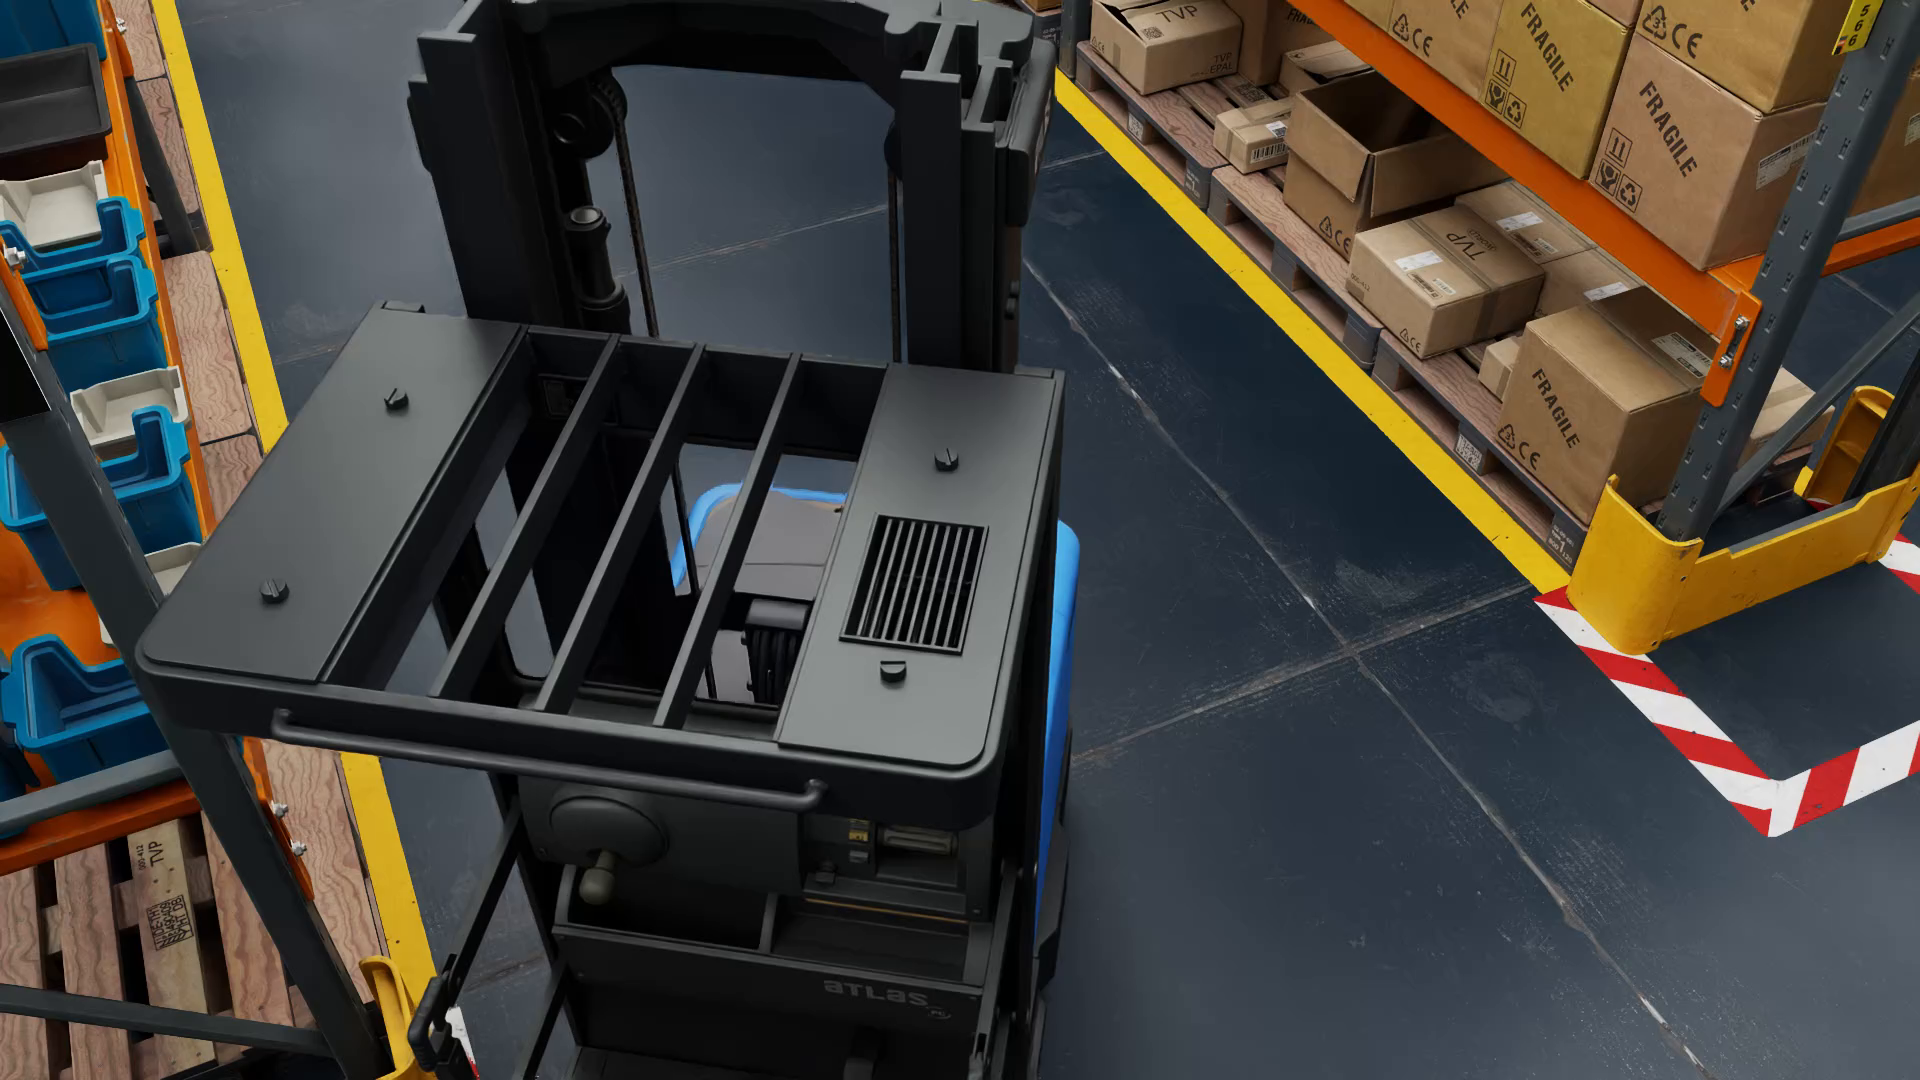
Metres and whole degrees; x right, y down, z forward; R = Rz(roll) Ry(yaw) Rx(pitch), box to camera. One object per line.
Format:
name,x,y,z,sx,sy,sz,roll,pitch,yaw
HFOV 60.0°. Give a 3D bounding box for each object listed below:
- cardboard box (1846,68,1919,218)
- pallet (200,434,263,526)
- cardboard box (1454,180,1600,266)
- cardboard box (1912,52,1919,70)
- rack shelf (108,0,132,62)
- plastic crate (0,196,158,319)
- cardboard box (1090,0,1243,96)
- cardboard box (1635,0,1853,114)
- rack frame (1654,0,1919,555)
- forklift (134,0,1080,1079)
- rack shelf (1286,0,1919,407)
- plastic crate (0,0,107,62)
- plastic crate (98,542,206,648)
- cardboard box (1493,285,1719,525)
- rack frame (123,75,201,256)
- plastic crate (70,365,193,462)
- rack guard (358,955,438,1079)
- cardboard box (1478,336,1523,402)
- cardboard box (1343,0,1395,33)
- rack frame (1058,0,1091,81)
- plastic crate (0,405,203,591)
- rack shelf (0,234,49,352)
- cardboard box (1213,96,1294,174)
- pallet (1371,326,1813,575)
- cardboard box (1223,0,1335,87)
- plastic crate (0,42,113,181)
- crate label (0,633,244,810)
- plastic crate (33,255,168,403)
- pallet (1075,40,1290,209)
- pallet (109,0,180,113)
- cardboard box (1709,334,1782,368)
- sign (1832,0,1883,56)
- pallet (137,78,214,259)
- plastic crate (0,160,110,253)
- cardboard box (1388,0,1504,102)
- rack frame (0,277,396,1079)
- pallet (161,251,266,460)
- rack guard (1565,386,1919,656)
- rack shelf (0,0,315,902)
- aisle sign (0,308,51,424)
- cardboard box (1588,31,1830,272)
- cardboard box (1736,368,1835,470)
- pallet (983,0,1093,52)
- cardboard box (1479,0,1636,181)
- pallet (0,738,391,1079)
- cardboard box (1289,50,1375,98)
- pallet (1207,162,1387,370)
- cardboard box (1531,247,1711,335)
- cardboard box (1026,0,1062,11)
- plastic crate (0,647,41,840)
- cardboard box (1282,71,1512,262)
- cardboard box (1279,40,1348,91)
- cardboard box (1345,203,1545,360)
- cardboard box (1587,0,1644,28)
cardboard box,2.691,-1.309,4.870,0.500,0.500,0.500,-17,47,-17
pallet,-2.679,0.227,5.369,1.003,0.211,1.213,-18,47,-17
cardboard box,2.246,-1.158,6.432,0.500,0.250,0.500,-18,47,-17
cardboard box,2.691,-1.665,4.518,0.500,0.500,0.500,-17,47,-16
rack shelf,-4.381,-3.020,7.187,1.077,0.370,4.000,-18,47,-17
plastic crate,-2.343,-0.699,4.399,0.416,0.233,0.300,-18,47,-17
cardboard box,0.936,-2.330,7.577,0.500,0.311,0.500,-18,47,-17
cardboard box,2.201,-1.506,4.358,0.500,0.500,0.500,-18,48,-18
rack frame,2.638,-0.913,4.539,1.000,3.000,0.127,-18,47,-17
forklift,-0.426,0.630,3.025,1.130,2.935,3.031,7,45,7
rack shelf,1.797,-1.931,6.084,1.077,0.370,4.000,-18,47,-17
plastic crate,-3.034,-1.820,5.428,0.392,0.384,0.575,-18,47,-17
plastic crate,-1.723,0.137,3.621,0.250,0.136,0.298,-18,47,-17
cardboard box,2.186,-0.453,5.540,0.500,0.500,0.500,-18,47,-17
rack frame,-3.540,-2.001,5.642,1.000,3.000,0.127,-18,47,-17
plastic crate,-2.008,-0.295,4.059,0.250,0.136,0.298,-18,47,-17
rack guard,-1.836,1.449,3.925,1.175,0.500,0.348,-18,47,-17
cardboard box,2.097,-0.619,5.946,0.380,0.166,0.250,-18,47,-17
cardboard box,1.565,-2.123,5.695,0.500,0.500,0.500,-19,48,-18
rack frame,0.956,-3.462,7.123,1.000,3.000,0.127,-18,47,-17
plastic crate,-1.940,-0.088,3.780,0.416,0.233,0.300,-18,47,-17
rack shelf,-2.699,-1.538,3.550,1.077,0.370,4.000,-18,47,-17
cardboard box,1.309,-1.730,7.072,0.380,0.166,0.250,-18,47,-17
pallet,2.270,-0.476,6.082,1.003,0.211,1.213,-18,47,-17
cardboard box,1.453,-2.449,7.563,0.500,0.500,0.500,-18,47,-17
plastic crate,-2.825,-1.291,5.075,0.437,0.125,0.590,-18,47,-17
crate label,-1.663,0.332,3.355,0.416,0.233,0.303,-18,47,-17
plastic crate,-2.217,-0.507,4.205,0.416,0.233,0.300,-18,47,-17
pallet,1.244,-2.031,7.658,1.003,0.211,1.213,-18,47,-17
pallet,-4.343,-2.291,7.922,1.003,0.211,1.213,-18,47,-17
cardboard box,2.668,-0.588,5.915,0.380,0.166,0.250,-18,47,-17
sign,2.126,-1.286,3.868,0.100,0.325,0.005,-18,47,-17
pallet,-3.826,-1.513,7.133,1.003,0.211,1.213,-18,47,-17
plastic crate,-2.535,-0.908,4.679,0.293,0.136,0.466,-18,47,-17
cardboard box,1.776,-1.802,5.370,0.500,0.500,0.500,-18,47,-17
rack frame,-1.861,0.549,3.058,0.949,2.616,0.053,-18,47,-17
pallet,-3.195,-0.551,6.159,1.003,0.211,1.213,-18,47,-17
rack guard,2.606,-0.071,5.466,1.175,0.500,0.348,-18,47,-17
rack shelf,-2.699,-0.471,4.603,1.077,0.370,4.000,-18,47,-17
aisle sign,-1.558,-0.419,2.188,0.394,0.787,0.004,-18,47,-17
cardboard box,2.203,-1.153,4.712,0.500,0.500,0.500,-17,47,-16
cardboard box,2.774,-0.423,5.759,0.380,0.149,0.250,-18,47,-17
pallet,0.580,-2.976,8.616,1.003,0.211,1.213,-18,47,-17
cardboard box,1.981,-1.483,5.046,0.500,0.500,0.500,-18,47,-17
pallet,-2.169,1.004,4.583,1.003,0.211,1.213,-18,47,-17
cardboard box,1.768,-1.904,7.145,0.500,0.311,0.500,-18,47,-17
pallet,1.761,-1.252,6.869,1.003,0.211,1.213,-18,47,-17
cardboard box,2.456,-0.839,6.109,0.500,0.250,0.500,-18,47,-17
cardboard box,0.488,-2.958,8.079,0.500,0.500,0.500,-18,47,-18
plastic crate,-2.168,0.356,3.186,0.616,0.435,0.499,-18,47,-17
cardboard box,1.751,-1.534,6.633,0.797,0.503,0.637,-18,47,-17
cardboard box,1.665,-2.103,7.462,0.380,0.149,0.250,-18,47,-17
cardboard box,1.814,-0.978,6.250,0.500,0.250,0.500,-18,47,-17
cardboard box,1.988,-1.828,4.684,0.500,0.500,0.500,-17,47,-16
